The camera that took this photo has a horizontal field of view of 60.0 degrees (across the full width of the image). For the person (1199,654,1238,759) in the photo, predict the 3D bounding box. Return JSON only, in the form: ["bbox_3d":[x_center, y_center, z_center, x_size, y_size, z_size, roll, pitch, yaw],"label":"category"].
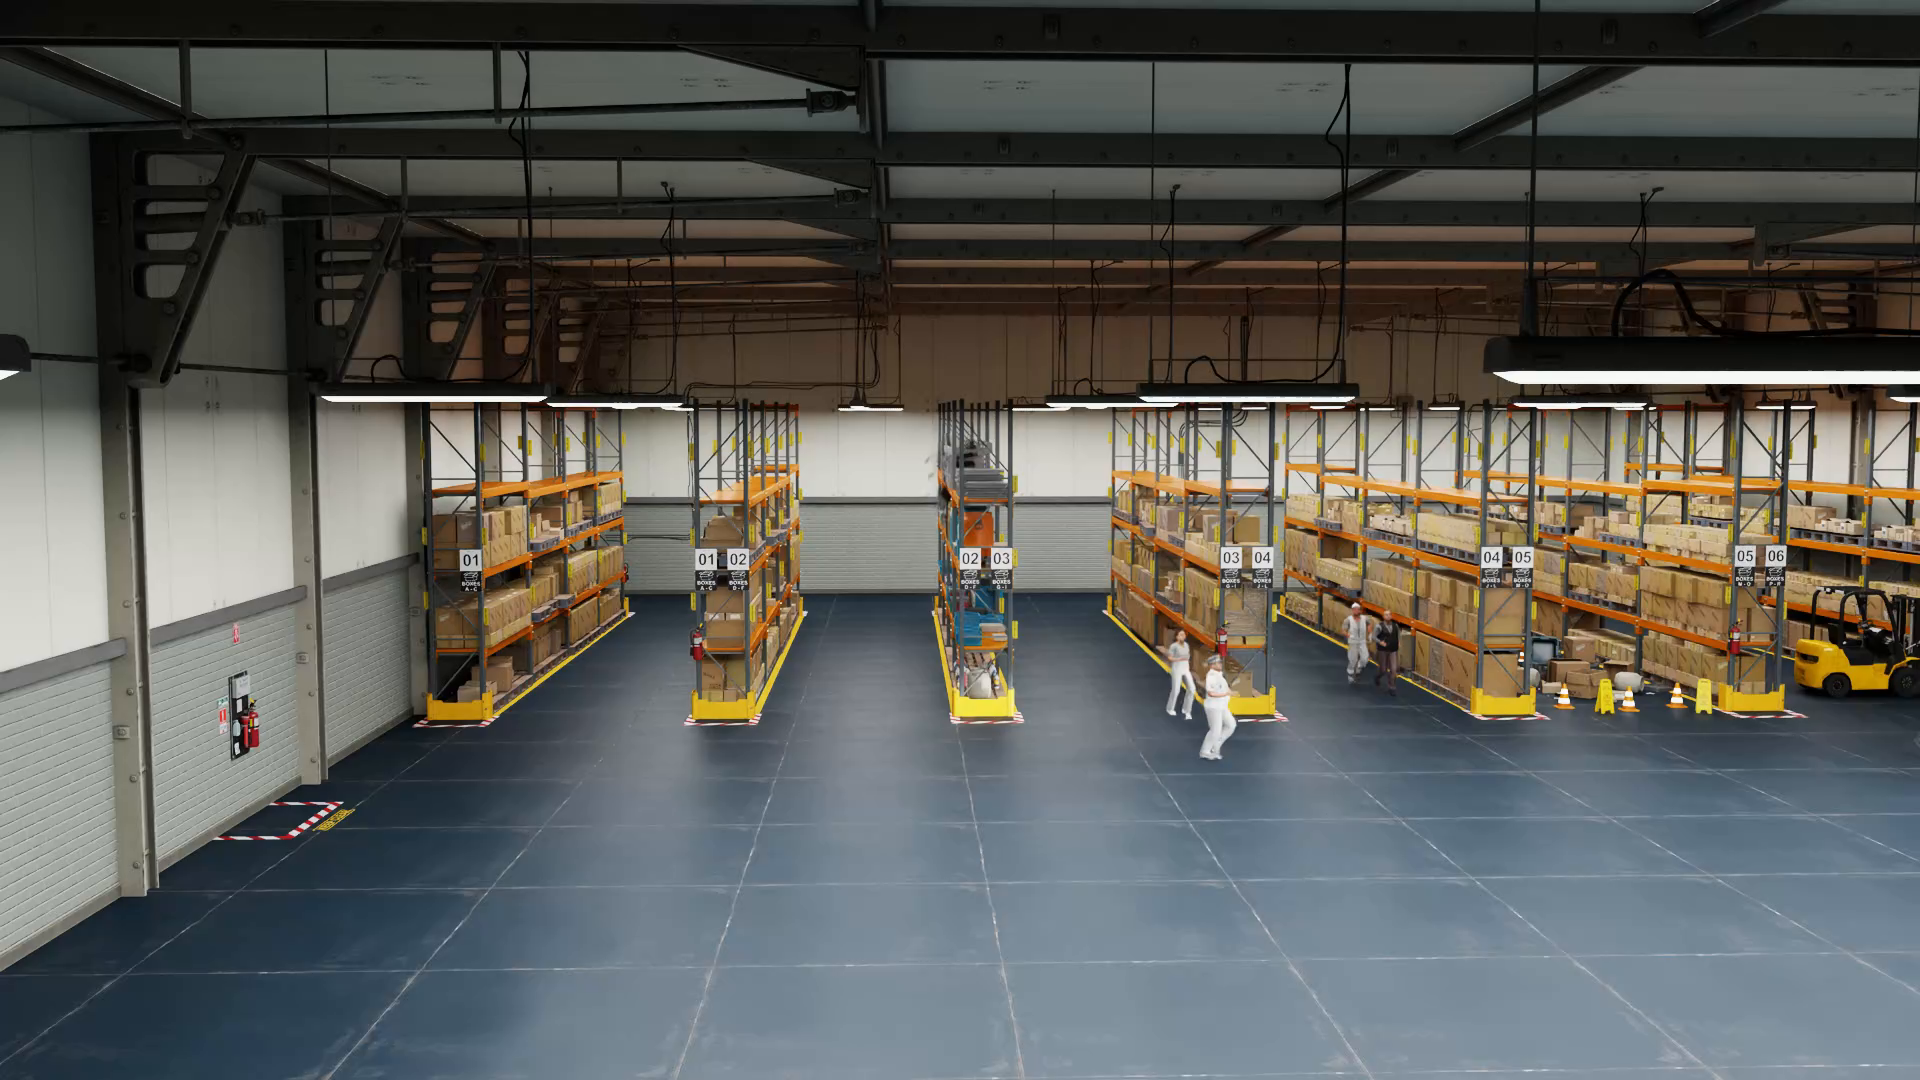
[{"bbox_3d":[4.292,2.767,27.450,0.656,1.792,0.644,2,5,26],"label":"person"}]

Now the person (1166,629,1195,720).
[{"bbox_3d":[4.136,2.525,31.236,0.565,1.729,0.669,-2,5,-26],"label":"person"}]

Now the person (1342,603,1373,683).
[{"bbox_3d":[8.368,2.186,34.939,0.687,1.732,0.746,0,4,1],"label":"person"}]

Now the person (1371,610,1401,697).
[{"bbox_3d":[8.730,2.293,33.999,0.669,1.723,0.937,0,4,-5],"label":"person"}]
